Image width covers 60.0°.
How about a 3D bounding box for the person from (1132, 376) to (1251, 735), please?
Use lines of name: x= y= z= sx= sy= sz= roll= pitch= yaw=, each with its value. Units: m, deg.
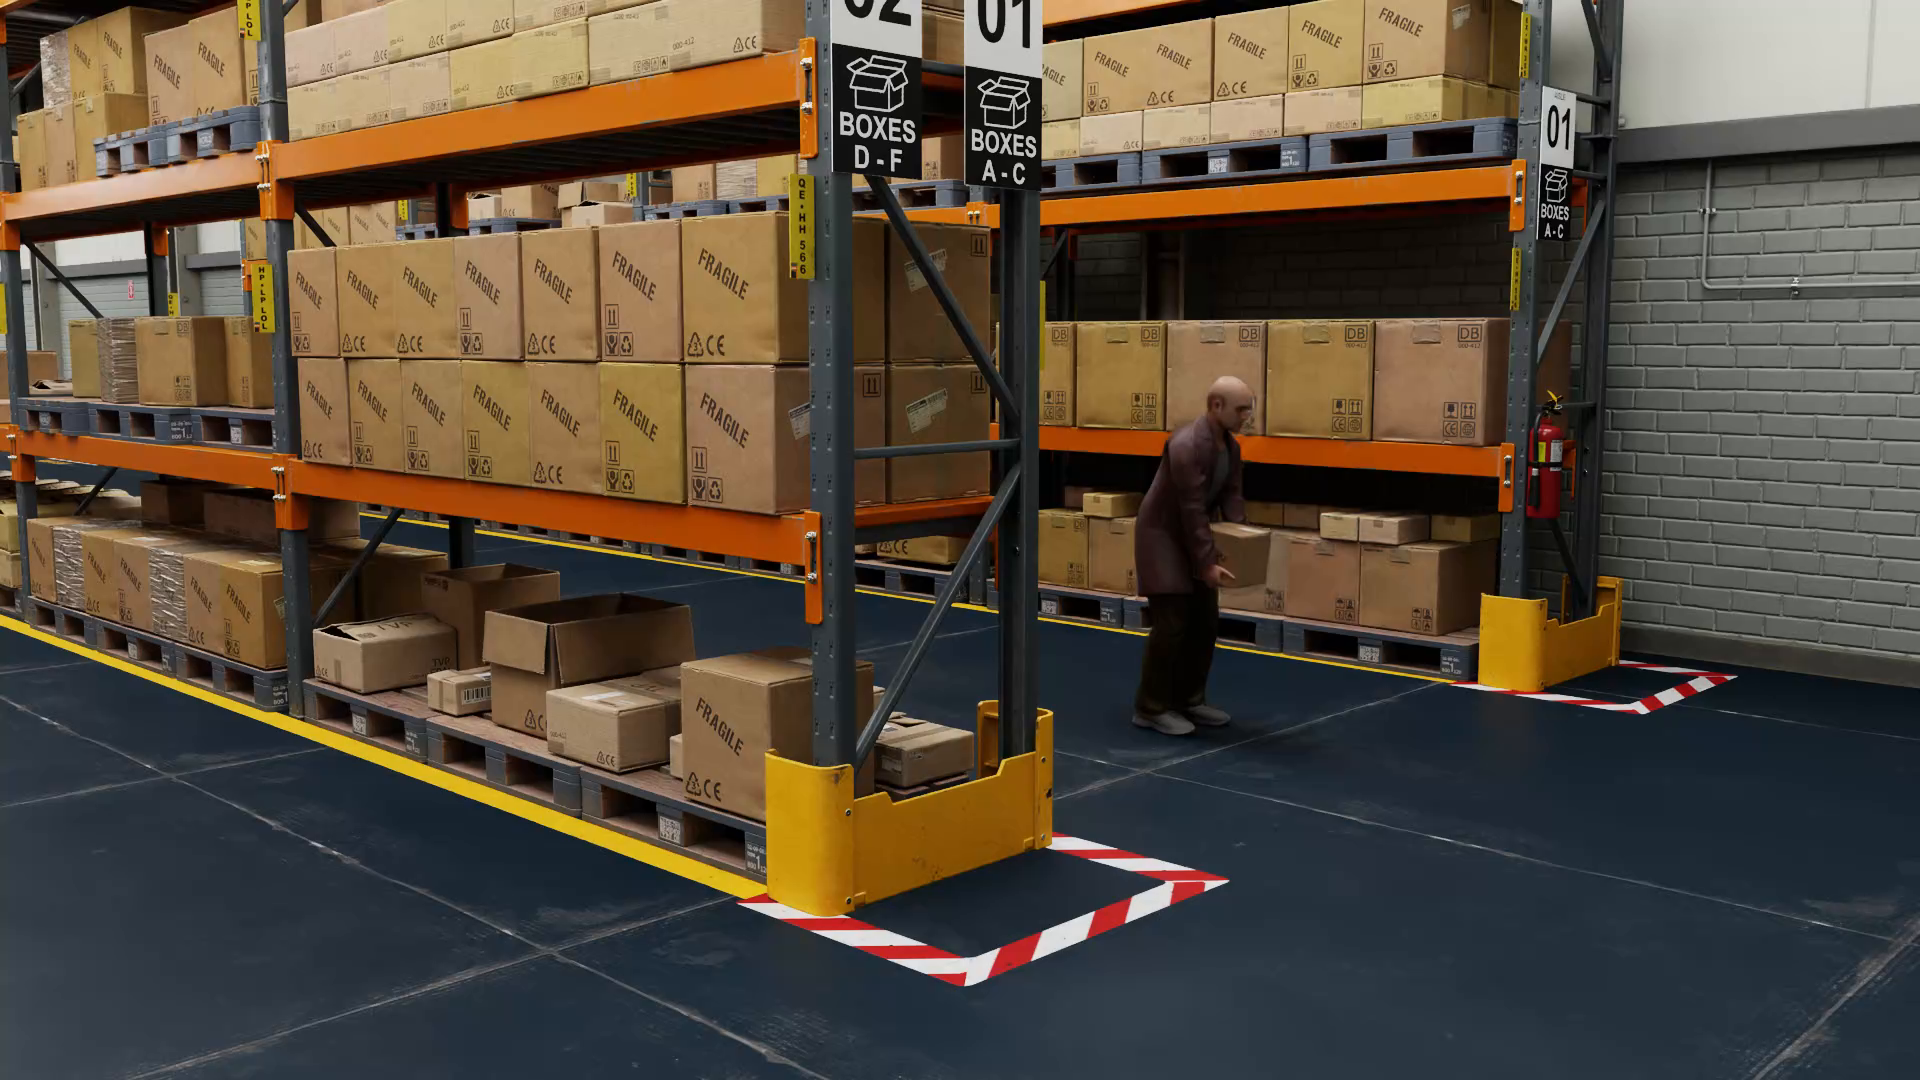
person: x=1.140 y=0.072 z=7.999 sx=0.614 sy=1.717 sz=0.538 roll=6 pitch=9 yaw=42
